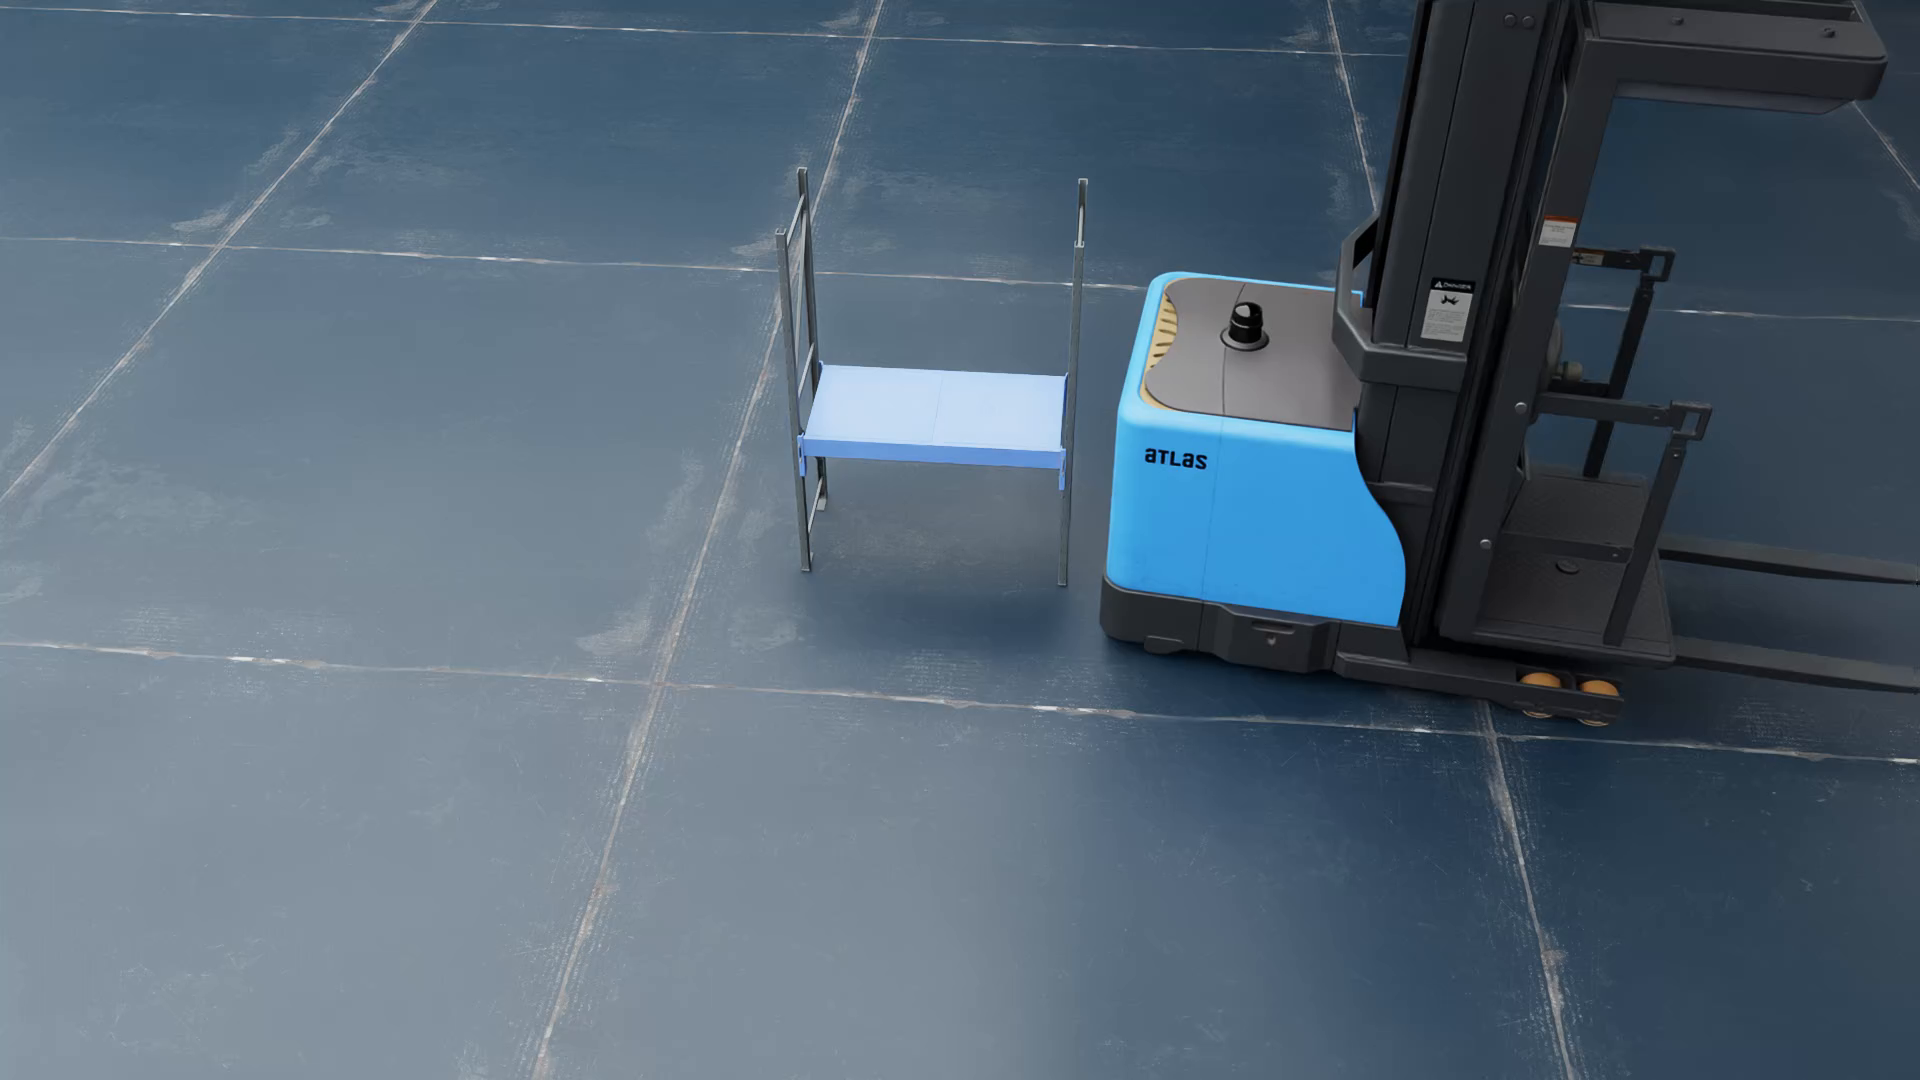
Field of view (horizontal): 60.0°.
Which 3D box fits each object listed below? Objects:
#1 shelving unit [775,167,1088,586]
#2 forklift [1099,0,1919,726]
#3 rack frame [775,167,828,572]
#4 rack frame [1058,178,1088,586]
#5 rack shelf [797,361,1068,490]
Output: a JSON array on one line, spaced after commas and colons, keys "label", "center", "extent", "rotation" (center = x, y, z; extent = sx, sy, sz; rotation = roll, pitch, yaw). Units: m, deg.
[{"label": "shelving unit", "center": [-0.085, -0.586, 6.282], "extent": [1.048, 1.500, 0.538], "rotation": [3, 39, 4]}, {"label": "forklift", "center": [2.096, -0.842, 5.463], "extent": [3.031, 2.935, 1.130], "rotation": [8, 40, 10]}, {"label": "rack frame", "center": [-0.591, -0.614, 6.316], "extent": [0.032, 1.500, 0.500], "rotation": [3, 39, 4]}, {"label": "rack frame", "center": [0.421, -0.559, 6.248], "extent": [0.032, 1.500, 0.500], "rotation": [3, 39, 4]}, {"label": "rack shelf", "center": [-0.085, -0.447, 6.396], "extent": [1.000, 0.185, 0.538], "rotation": [3, 39, 4]}]
